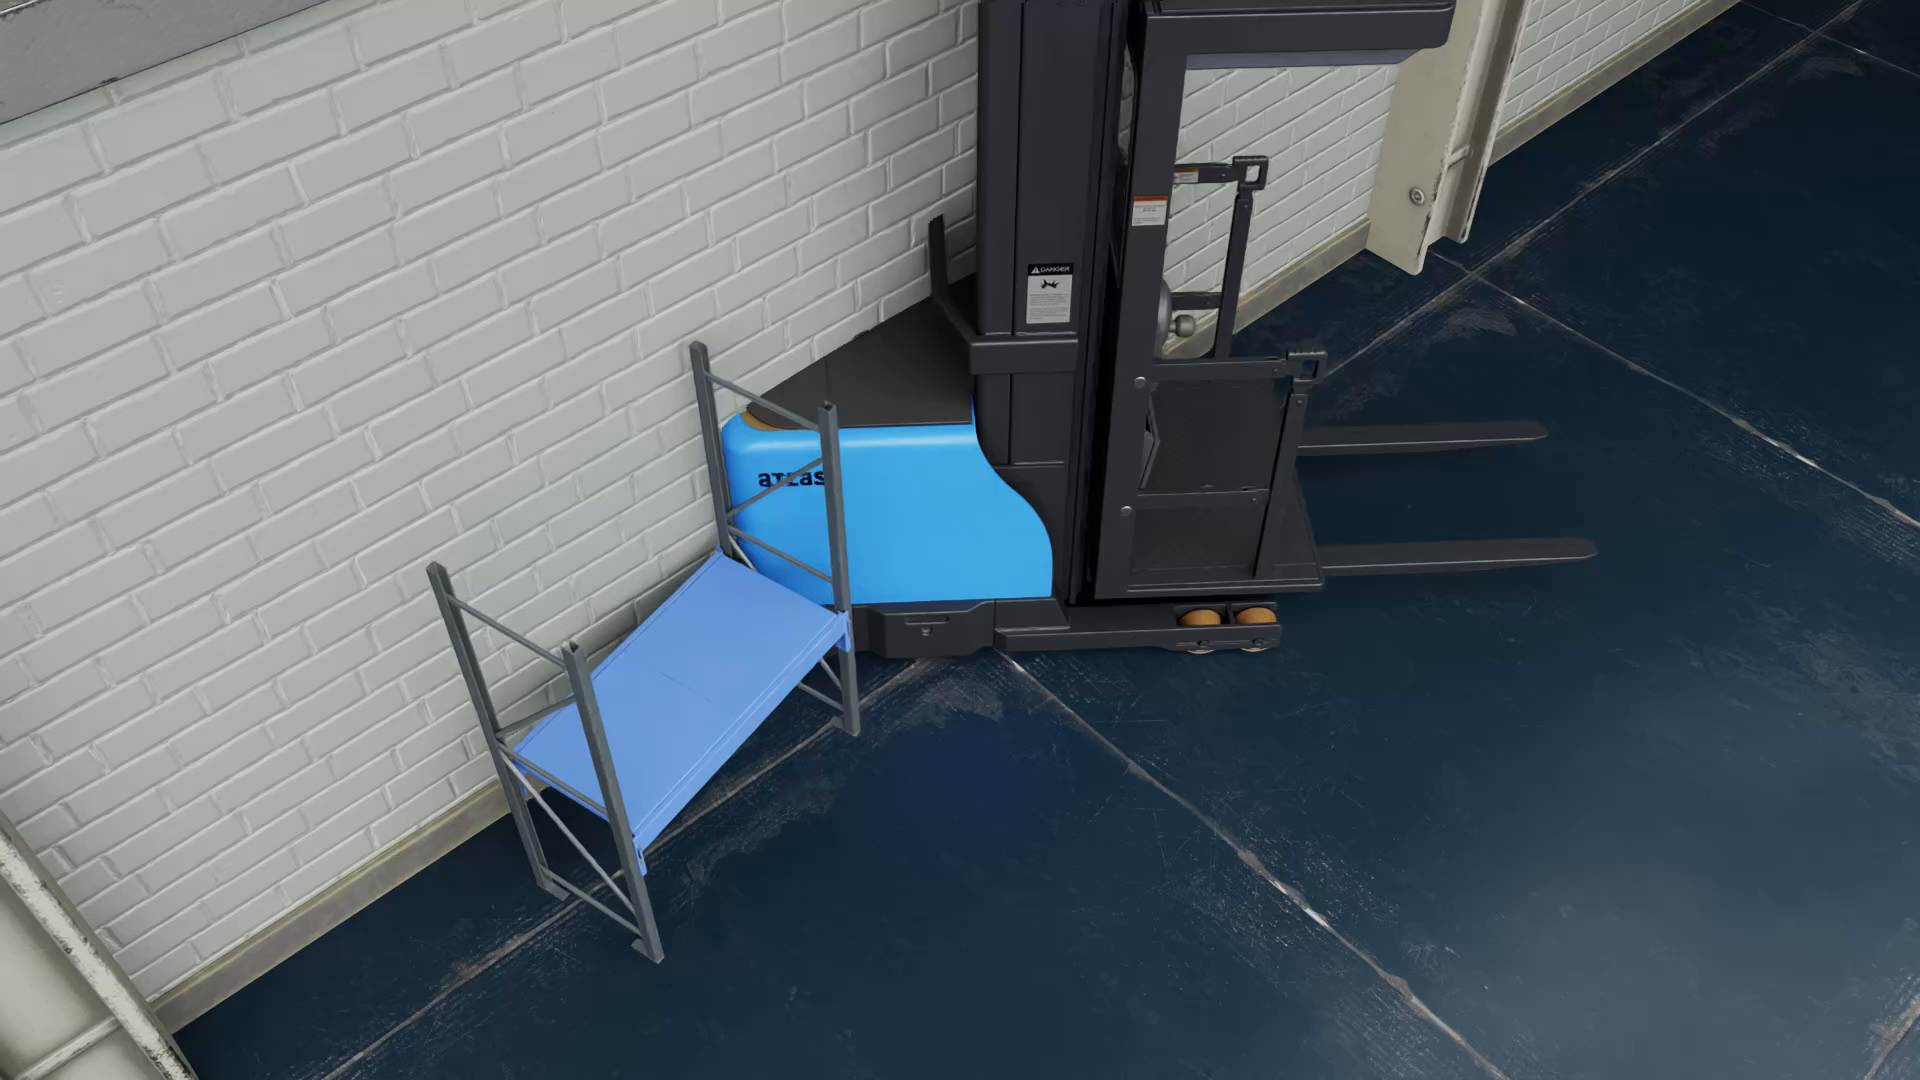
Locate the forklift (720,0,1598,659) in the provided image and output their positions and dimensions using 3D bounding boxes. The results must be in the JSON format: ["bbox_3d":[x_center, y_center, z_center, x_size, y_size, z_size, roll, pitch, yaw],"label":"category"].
[{"bbox_3d":[0.736,-0.982,5.162,3.031,2.935,1.130,-2,47,-2],"label":"forklift"}]

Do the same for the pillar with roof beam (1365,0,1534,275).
[{"bbox_3d":[4.940,-2.056,2.024,0.400,9.000,9.100,-34,56,-27],"label":"pillar with roof beam"}]

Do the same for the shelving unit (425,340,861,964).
[{"bbox_3d":[-0.836,0.361,4.897,0.538,1.500,1.048,26,52,22],"label":"shelving unit"}]

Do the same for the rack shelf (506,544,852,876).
[{"bbox_3d":[-0.836,0.483,5.029,0.538,0.185,1.000,26,52,22],"label":"rack shelf"}]

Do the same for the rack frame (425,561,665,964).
[{"bbox_3d":[-1.117,0.672,4.610,0.500,1.500,0.032,26,52,22],"label":"rack frame"}]

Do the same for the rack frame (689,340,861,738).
[{"bbox_3d":[-0.554,0.050,5.183,0.500,1.500,0.032,26,52,22],"label":"rack frame"}]
